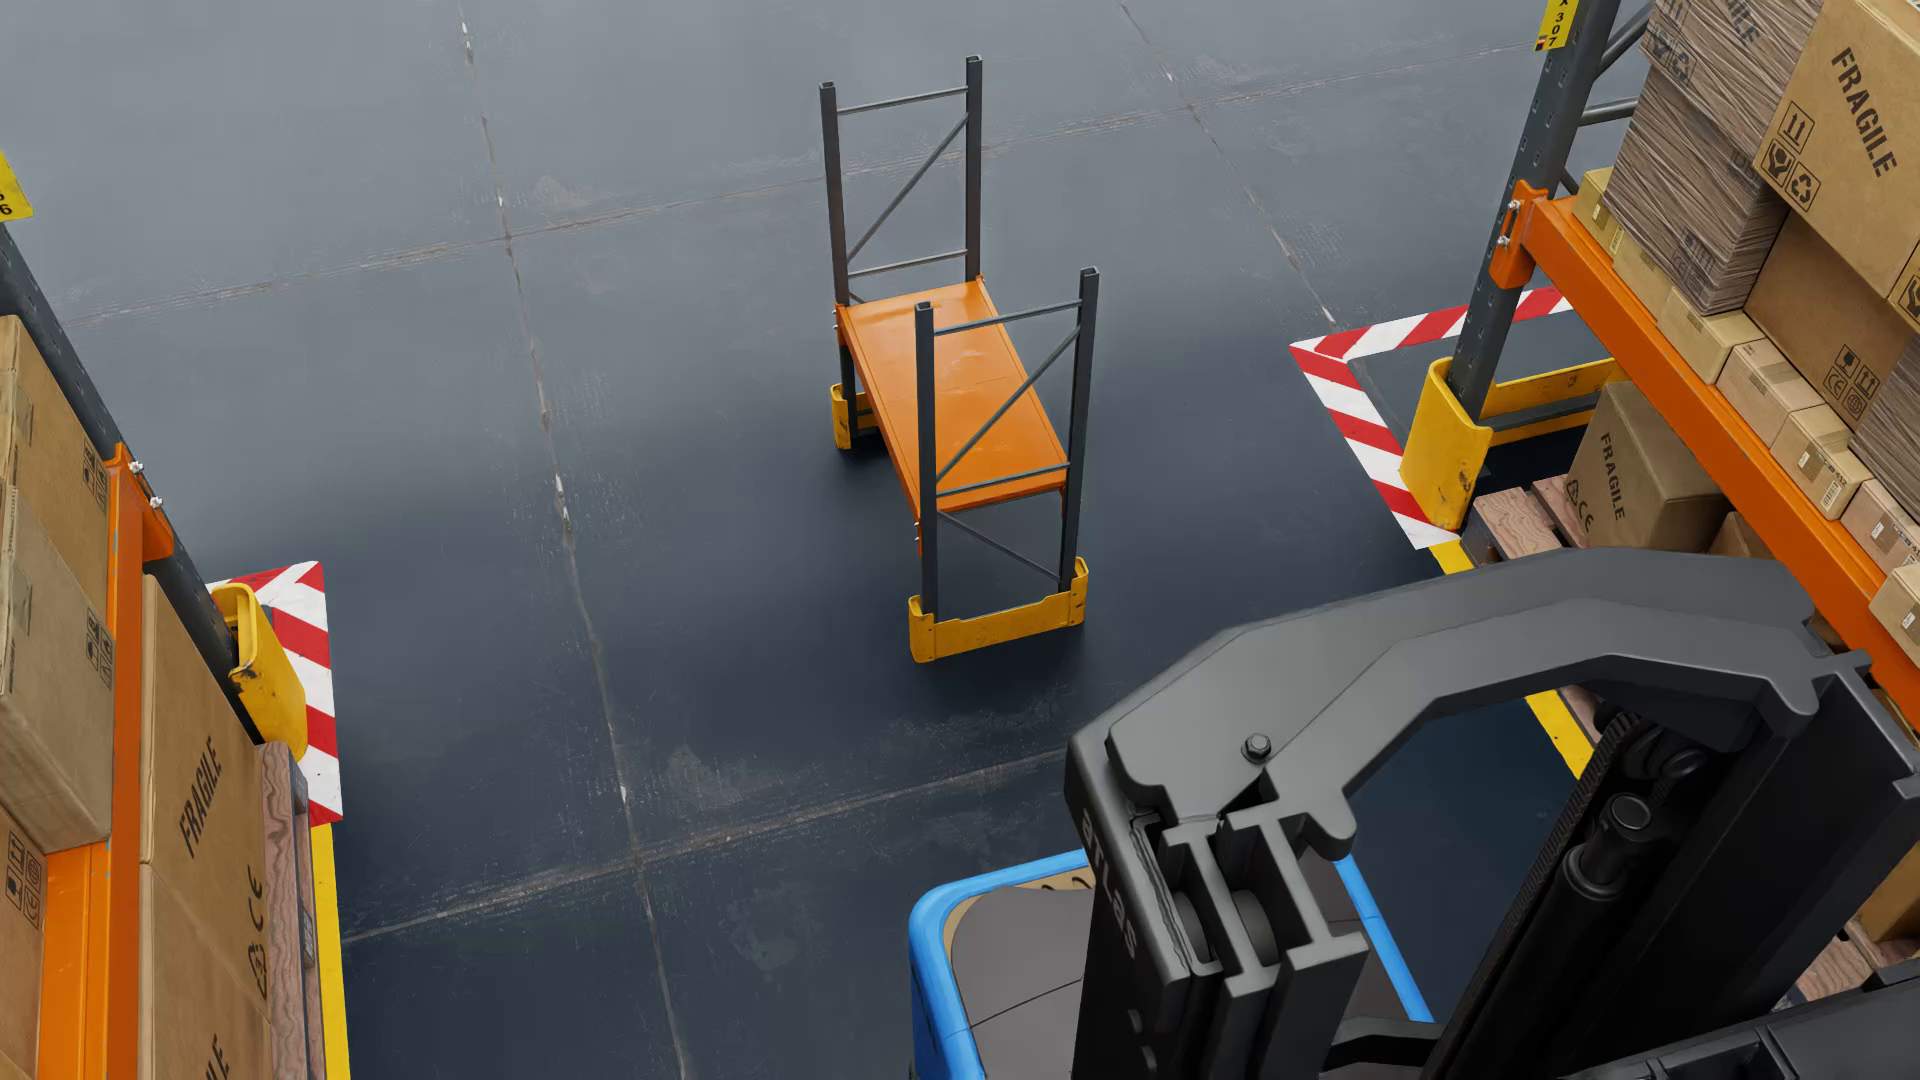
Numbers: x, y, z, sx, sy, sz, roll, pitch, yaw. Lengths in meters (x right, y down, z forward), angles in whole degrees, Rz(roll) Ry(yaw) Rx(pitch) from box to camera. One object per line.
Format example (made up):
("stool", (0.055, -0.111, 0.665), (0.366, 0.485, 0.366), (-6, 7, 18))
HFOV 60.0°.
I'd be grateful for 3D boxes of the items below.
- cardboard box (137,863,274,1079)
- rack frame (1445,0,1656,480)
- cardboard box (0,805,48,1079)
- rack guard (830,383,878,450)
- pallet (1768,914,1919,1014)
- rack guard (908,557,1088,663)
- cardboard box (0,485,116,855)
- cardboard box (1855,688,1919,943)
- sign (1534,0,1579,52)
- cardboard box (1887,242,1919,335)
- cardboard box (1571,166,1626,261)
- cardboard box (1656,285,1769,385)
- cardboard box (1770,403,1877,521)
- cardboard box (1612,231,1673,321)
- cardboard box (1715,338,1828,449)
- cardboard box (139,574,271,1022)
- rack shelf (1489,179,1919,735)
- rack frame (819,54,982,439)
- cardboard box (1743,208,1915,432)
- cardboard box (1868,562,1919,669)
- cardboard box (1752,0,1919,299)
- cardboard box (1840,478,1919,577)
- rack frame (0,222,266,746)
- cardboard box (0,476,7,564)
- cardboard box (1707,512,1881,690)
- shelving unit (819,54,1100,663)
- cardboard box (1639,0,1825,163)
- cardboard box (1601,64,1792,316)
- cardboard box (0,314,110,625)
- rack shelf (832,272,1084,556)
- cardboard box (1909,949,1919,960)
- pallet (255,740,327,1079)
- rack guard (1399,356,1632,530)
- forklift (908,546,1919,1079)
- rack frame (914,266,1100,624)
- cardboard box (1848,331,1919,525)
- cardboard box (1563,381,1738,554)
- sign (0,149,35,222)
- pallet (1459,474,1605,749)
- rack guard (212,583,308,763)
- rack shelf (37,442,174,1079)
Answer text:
("cardboard box", (-2.100, 1.418, 3.707), (0.875, 0.875, 0.875), (-14, 51, -12))
("rack frame", (2.142, -1.301, 4.885), (1.000, 3.000, 0.127), (-13, 51, -11))
("cardboard box", (-2.244, 0.793, 3.022), (0.875, 0.550, 0.550), (-13, 51, -11))
("rack guard", (-0.170, -0.500, 6.008), (0.587, 0.250, 0.087), (-13, 51, -11))
("pallet", (2.728, 1.144, 4.648), (1.003, 0.211, 1.213), (-13, 51, -11))
("rack guard", (0.125, 0.227, 5.395), (0.587, 0.250, 0.087), (-13, 51, -11))
("cardboard box", (-2.289, 0.356, 3.390), (0.875, 0.550, 0.550), (-13, 51, -11))
("cardboard box", (2.687, 0.719, 4.542), (0.500, 0.500, 0.500), (-9, 50, -8))
("sign", (1.624, -1.458, 4.451), (0.100, 0.325, 0.005), (-13, 51, -11))
("cardboard box", (2.335, -0.557, 3.344), (0.500, 0.500, 0.500), (-13, 51, -11))
("cardboard box", (1.999, -0.958, 4.760), (0.380, 0.149, 0.250), (-13, 51, -11))
("cardboard box", (2.114, -0.585, 4.446), (0.380, 0.149, 0.250), (-13, 51, -11))
("cardboard box", (2.275, -0.223, 4.141), (0.380, 0.149, 0.250), (-13, 51, -11))
("cardboard box", (2.054, -0.771, 4.603), (0.380, 0.149, 0.250), (-13, 51, -11))
("cardboard box", (2.208, -0.407, 4.296), (0.380, 0.149, 0.250), (-13, 51, -11))
("cardboard box", (-2.362, 0.776, 4.249), (0.875, 0.875, 0.875), (-13, 51, -11))
("rack shelf", (2.734, 0.391, 3.929), (1.077, 0.370, 4.000), (-13, 51, -11))
("rack frame", (-0.176, -0.917, 5.542), (0.500, 1.500, 0.032), (-13, 51, -11))
("cardboard box", (2.541, -0.683, 4.104), (0.875, 0.500, 0.500), (-13, 51, -11))
("cardboard box", (2.350, 0.159, 3.818), (0.380, 0.149, 0.250), (-13, 51, -11))
("cardboard box", (2.186, -0.922, 3.651), (0.500, 0.500, 0.500), (-13, 51, -11))
("cardboard box", (2.375, -0.047, 3.992), (0.380, 0.149, 0.250), (-13, 51, -11))
("rack frame", (-2.626, -0.254, 4.002), (1.000, 3.000, 0.127), (-13, 51, -11))
("cardboard box", (-2.302, 0.011, 2.975), (0.875, 0.550, 0.550), (-13, 51, -11))
("cardboard box", (2.520, 0.258, 4.931), (0.500, 0.500, 0.500), (-2, 50, -1))
("shelving unit", (-0.023, -0.539, 5.224), (0.587, 1.500, 1.083), (-13, 51, -11))
("cardboard box", (2.044, -1.288, 3.960), (0.500, 0.500, 0.500), (-13, 51, -11))
("cardboard box", (2.279, -1.022, 4.389), (0.875, 0.500, 0.500), (-13, 51, -11))
("cardboard box", (-2.473, -0.041, 3.725), (0.875, 0.550, 0.550), (-13, 51, -11))
("rack shelf", (-0.025, -0.430, 5.367), (0.538, 0.185, 1.000), (-13, 51, -11))
("cardboard box", (2.810, 1.137, 4.190), (0.500, 0.500, 0.500), (-17, 52, -14))
("pallet", (-2.315, 1.211, 4.591), (1.003, 0.211, 1.213), (-13, 51, -11))
("rack guard", (2.165, -0.440, 5.794), (1.175, 0.500, 0.348), (-13, 51, -11))
("forklift", (0.769, 1.515, 2.556), (1.130, 2.935, 3.031), (-13, 51, -10))
("rack frame", (0.125, -0.174, 4.916), (0.500, 1.500, 0.032), (-13, 51, -11))
("cardboard box", (2.648, -0.308, 3.788), (0.875, 0.500, 0.500), (-13, 51, -11))
("cardboard box", (2.311, -0.171, 5.293), (0.500, 0.500, 0.500), (-5, 50, -4))
("sign", (-2.103, -0.816, 3.564), (0.100, 0.325, 0.005), (-13, 51, -11))
("pallet", (2.371, 0.254, 5.398), (1.003, 0.211, 1.213), (-13, 51, -11))
("rack guard", (-2.633, 0.534, 4.972), (1.175, 0.500, 0.348), (-13, 51, -11))
("rack shelf", (-2.034, 1.439, 3.046), (1.077, 0.370, 4.000), (-13, 51, -11))
